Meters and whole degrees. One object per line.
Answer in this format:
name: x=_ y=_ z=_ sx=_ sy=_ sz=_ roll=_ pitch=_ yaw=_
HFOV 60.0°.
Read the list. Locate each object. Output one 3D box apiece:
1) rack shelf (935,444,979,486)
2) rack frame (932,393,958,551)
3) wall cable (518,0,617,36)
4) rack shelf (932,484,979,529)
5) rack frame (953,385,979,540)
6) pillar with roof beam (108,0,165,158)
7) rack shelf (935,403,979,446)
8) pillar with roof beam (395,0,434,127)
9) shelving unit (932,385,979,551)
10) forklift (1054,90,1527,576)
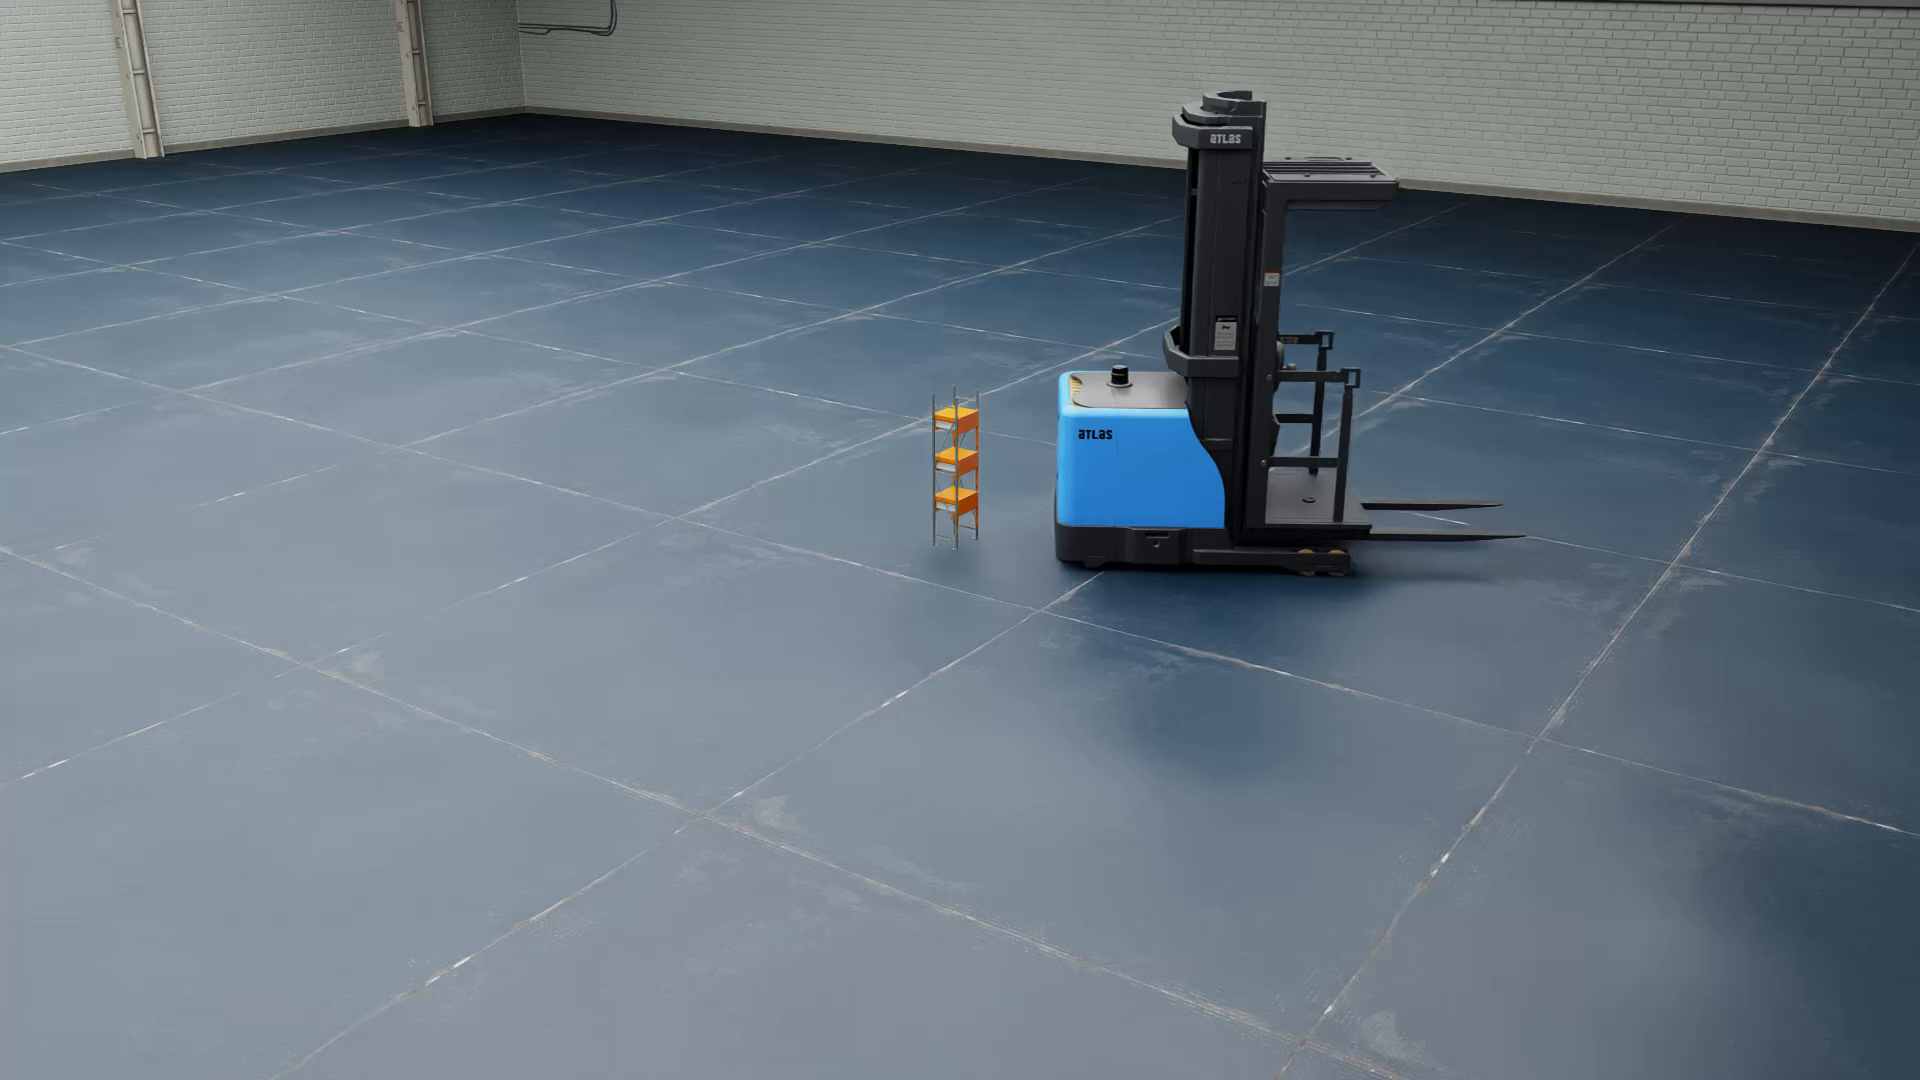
rack shelf: x=-0.030 y=-0.467 z=11.045 sx=0.215 sy=0.259 sz=0.240 roll=13 pitch=24 yaw=32
rack frame: x=-0.099 y=-0.442 z=10.947 sx=0.200 sy=1.050 sz=0.008 roll=13 pitch=24 yaw=32
wall cable: x=-8.448 y=-11.967 z=35.121 sx=3.097 sy=2.526 sz=0.112 roll=13 pitch=24 yaw=32
rack shelf: x=-0.030 y=-0.206 z=11.141 sx=0.215 sy=0.259 sz=0.240 roll=13 pitch=24 yaw=32
rack frame: x=0.038 y=-0.512 z=11.136 sx=0.200 sy=1.050 sz=0.008 roll=13 pitch=24 yaw=32
pillar with roof beam: x=-11.010 y=-10.275 z=26.071 sx=9.100 sy=9.000 sz=0.400 roll=13 pitch=24 yaw=32
rack shelf: x=-0.030 y=-0.733 z=10.947 sx=0.215 sy=0.259 sz=0.240 roll=13 pitch=24 yaw=32
pillar with roof beam: x=-7.637 y=-11.996 z=30.725 sx=9.100 sy=9.000 sz=0.400 roll=13 pitch=24 yaw=32
shelving unit: x=-0.030 y=-0.477 z=11.041 sx=0.215 sy=1.050 sz=0.252 roll=13 pitch=24 yaw=32
forklift: x=2.152 y=-1.332 z=10.641 sx=3.031 sy=2.935 sz=1.130 roll=1 pitch=20 yaw=2
